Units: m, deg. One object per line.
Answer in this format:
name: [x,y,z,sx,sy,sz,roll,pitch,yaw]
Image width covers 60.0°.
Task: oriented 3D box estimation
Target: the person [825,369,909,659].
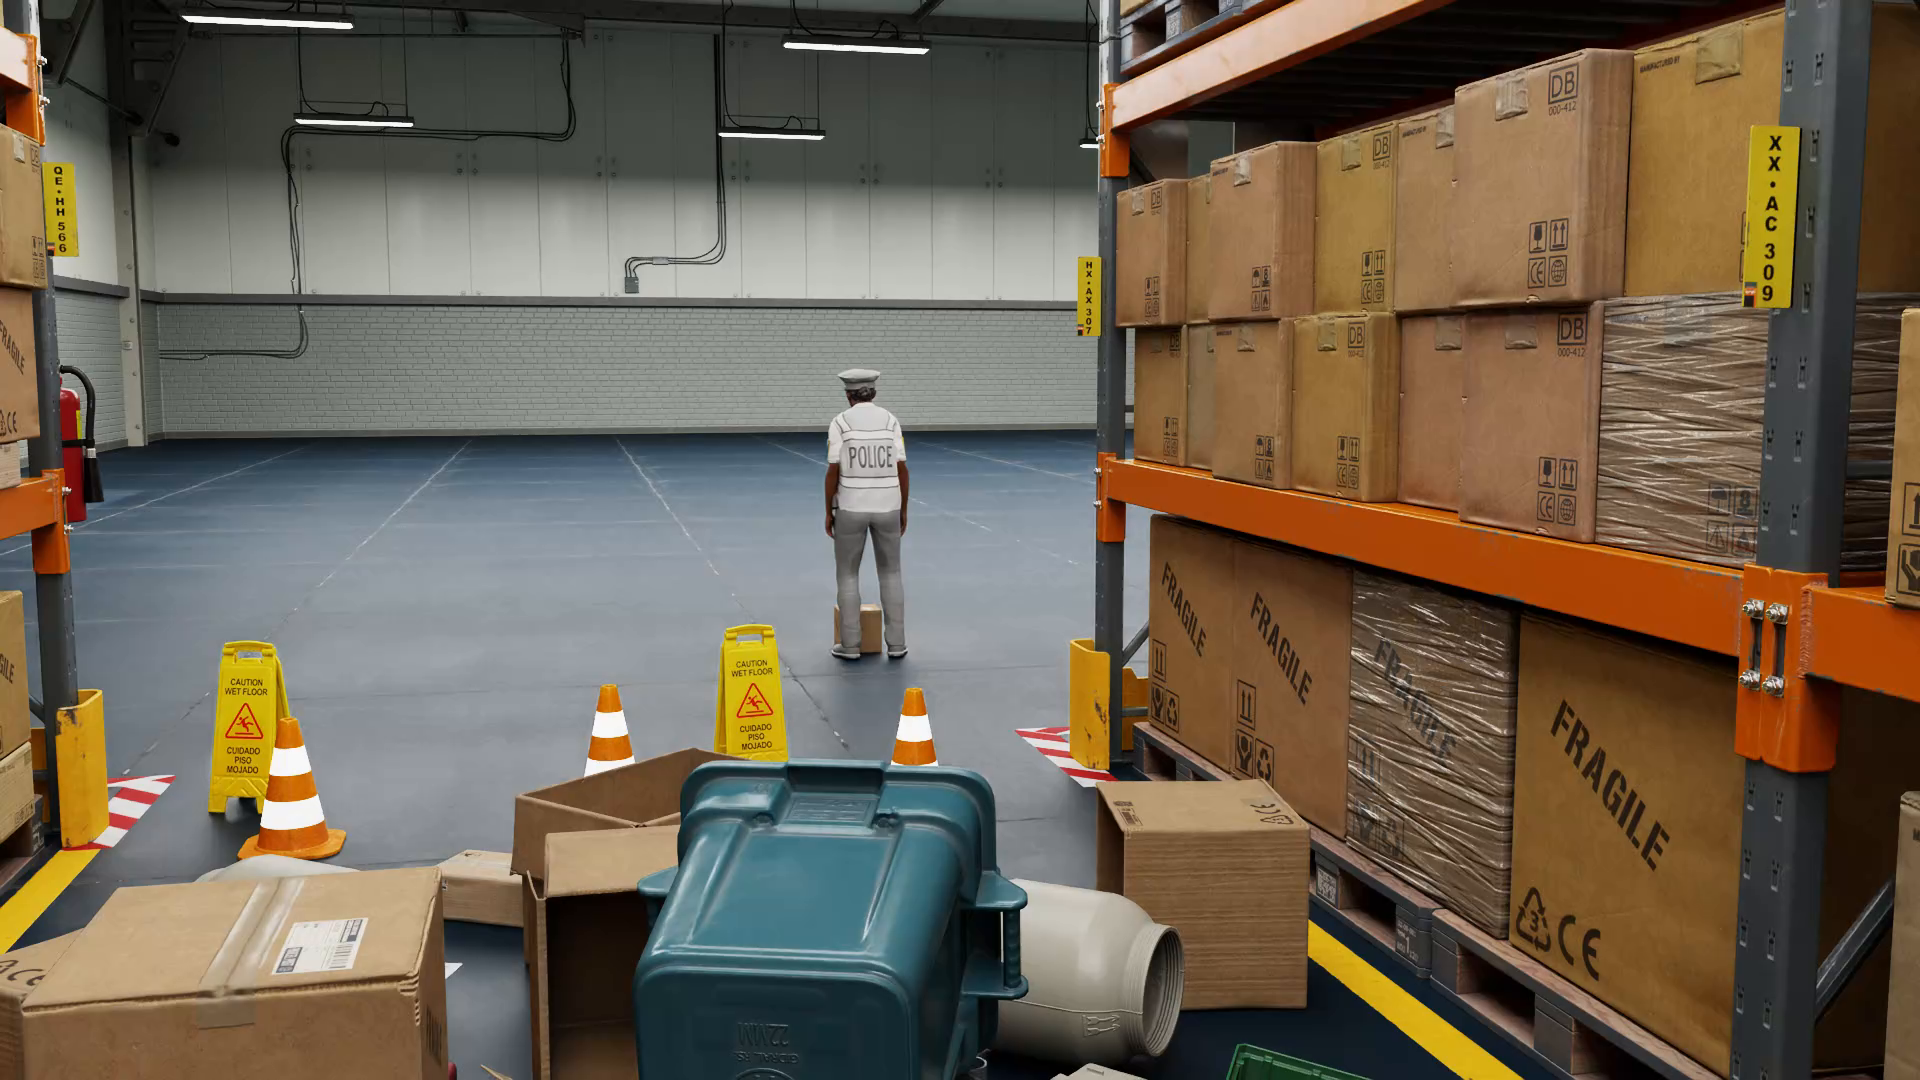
person: [-0.531,-0.149,9.556,0.505,1.657,0.394,-2,6,-15]
